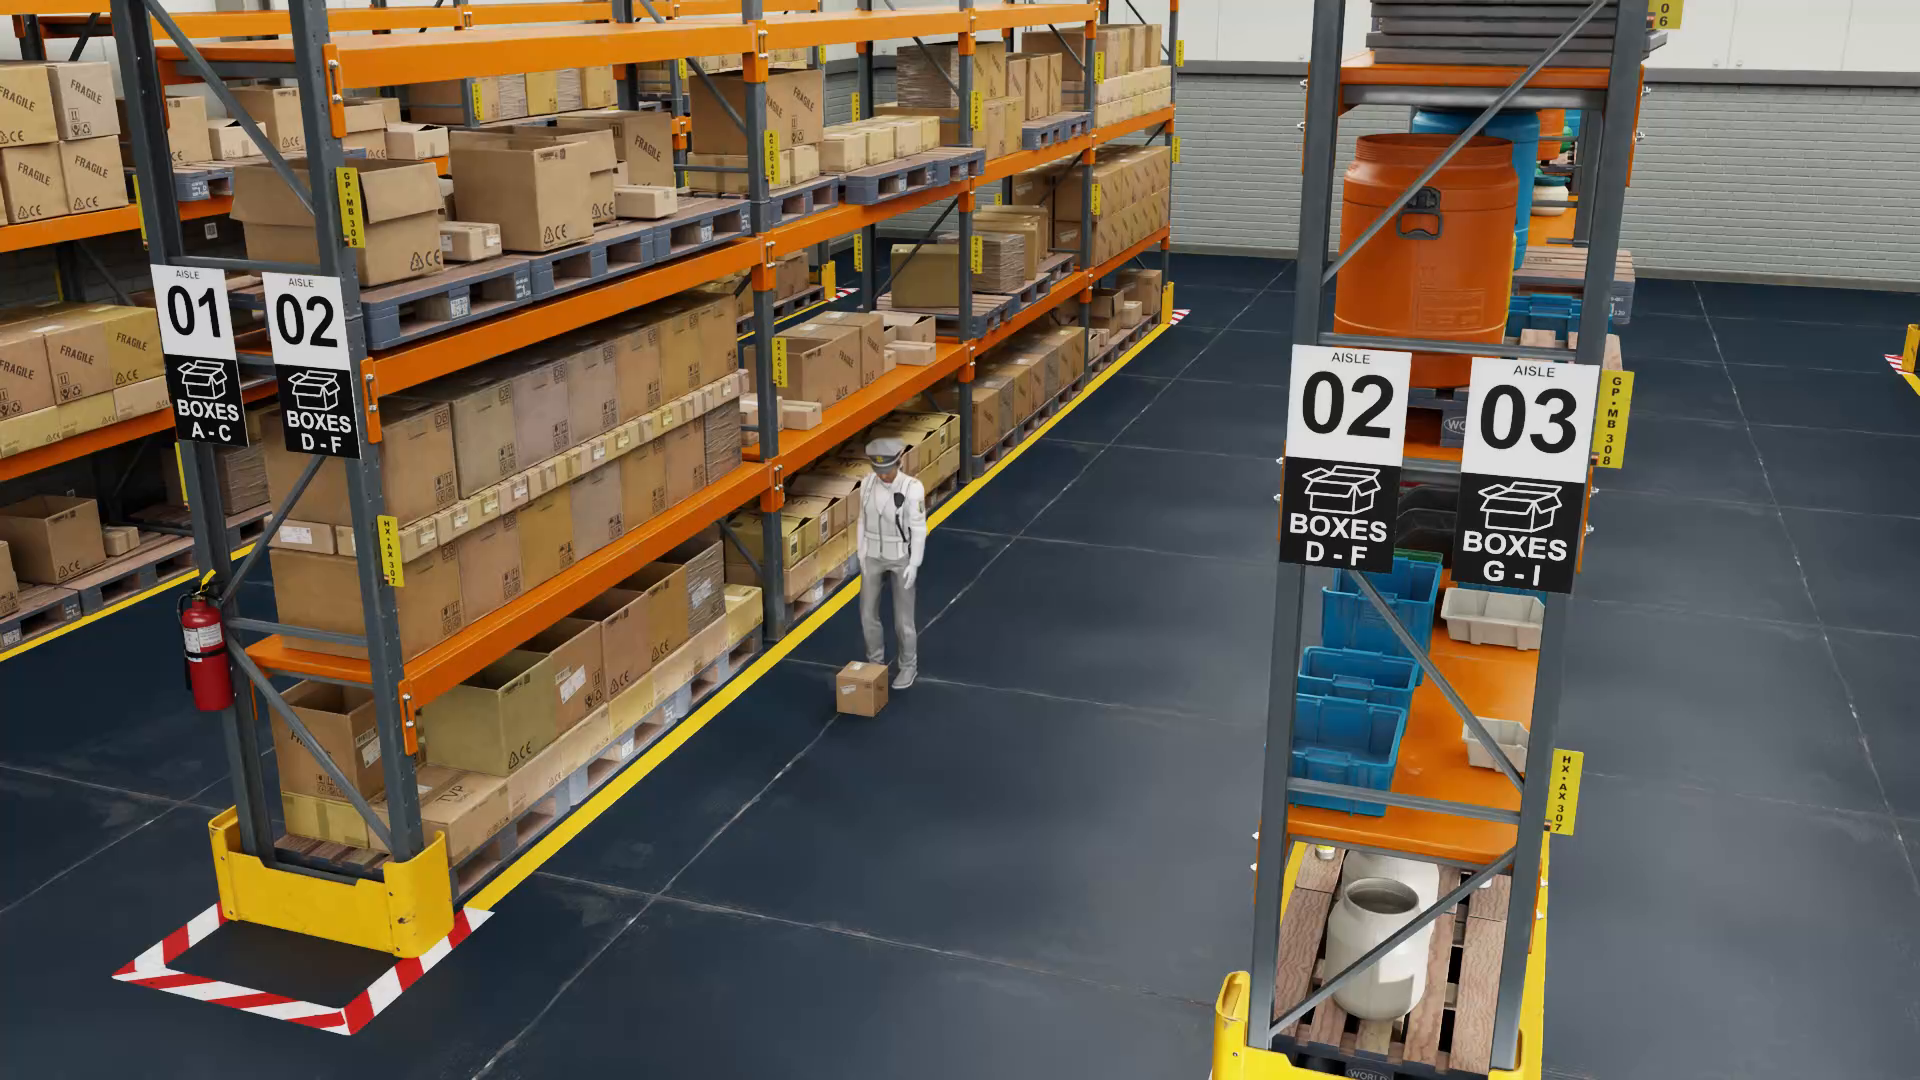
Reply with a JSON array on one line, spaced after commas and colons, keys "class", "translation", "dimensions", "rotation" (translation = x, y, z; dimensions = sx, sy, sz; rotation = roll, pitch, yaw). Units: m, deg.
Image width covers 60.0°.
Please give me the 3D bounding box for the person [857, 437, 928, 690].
[{"class": "person", "translation": [-0.443, 0.146, 10.668], "dimensions": [0.485, 1.650, 0.381], "rotation": [7, 20, 21]}]
